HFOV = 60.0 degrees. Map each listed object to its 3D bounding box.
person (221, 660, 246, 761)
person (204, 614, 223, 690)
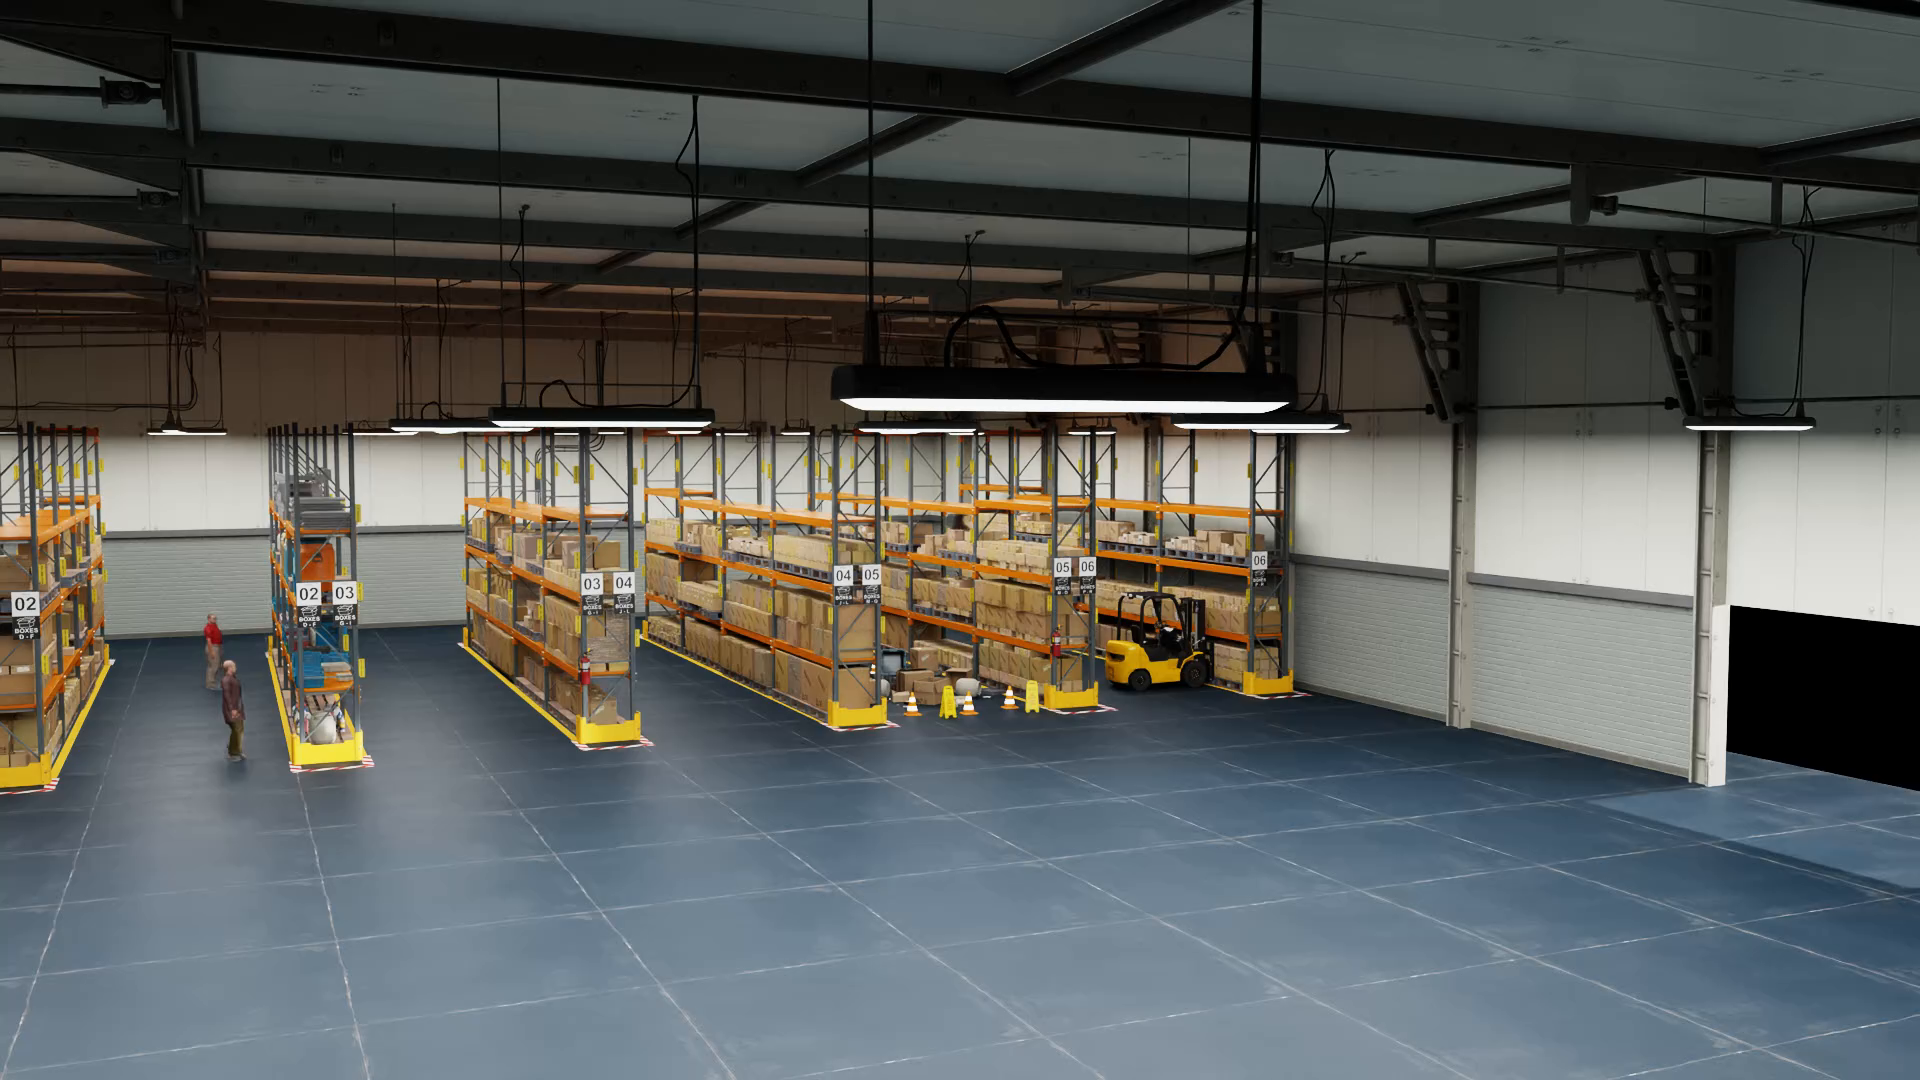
[{"bbox_3d":[-12.955,3.065,29.712,0.494,1.843,0.582,0,3,3],"label":"person"},{"bbox_3d":[-17.035,2.564,37.990,0.403,1.768,0.561,-2,4,-27],"label":"person"}]
